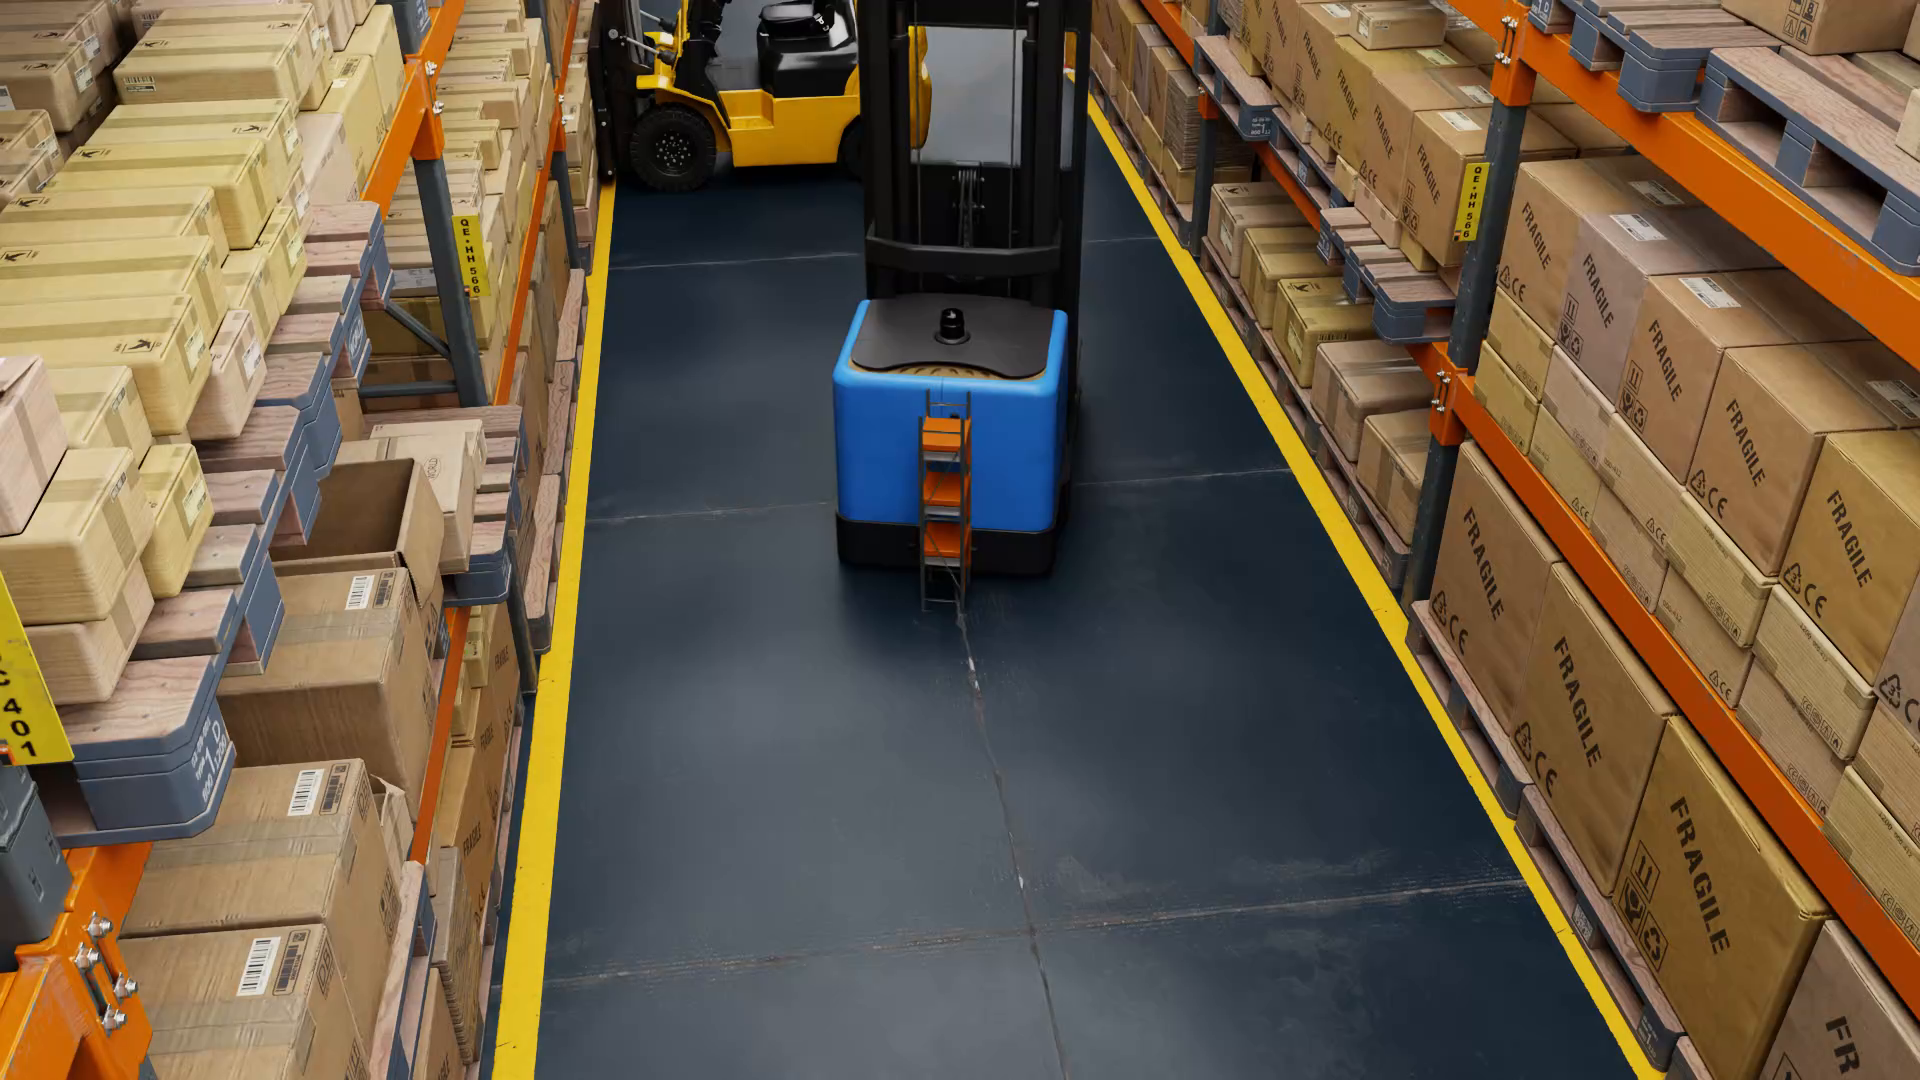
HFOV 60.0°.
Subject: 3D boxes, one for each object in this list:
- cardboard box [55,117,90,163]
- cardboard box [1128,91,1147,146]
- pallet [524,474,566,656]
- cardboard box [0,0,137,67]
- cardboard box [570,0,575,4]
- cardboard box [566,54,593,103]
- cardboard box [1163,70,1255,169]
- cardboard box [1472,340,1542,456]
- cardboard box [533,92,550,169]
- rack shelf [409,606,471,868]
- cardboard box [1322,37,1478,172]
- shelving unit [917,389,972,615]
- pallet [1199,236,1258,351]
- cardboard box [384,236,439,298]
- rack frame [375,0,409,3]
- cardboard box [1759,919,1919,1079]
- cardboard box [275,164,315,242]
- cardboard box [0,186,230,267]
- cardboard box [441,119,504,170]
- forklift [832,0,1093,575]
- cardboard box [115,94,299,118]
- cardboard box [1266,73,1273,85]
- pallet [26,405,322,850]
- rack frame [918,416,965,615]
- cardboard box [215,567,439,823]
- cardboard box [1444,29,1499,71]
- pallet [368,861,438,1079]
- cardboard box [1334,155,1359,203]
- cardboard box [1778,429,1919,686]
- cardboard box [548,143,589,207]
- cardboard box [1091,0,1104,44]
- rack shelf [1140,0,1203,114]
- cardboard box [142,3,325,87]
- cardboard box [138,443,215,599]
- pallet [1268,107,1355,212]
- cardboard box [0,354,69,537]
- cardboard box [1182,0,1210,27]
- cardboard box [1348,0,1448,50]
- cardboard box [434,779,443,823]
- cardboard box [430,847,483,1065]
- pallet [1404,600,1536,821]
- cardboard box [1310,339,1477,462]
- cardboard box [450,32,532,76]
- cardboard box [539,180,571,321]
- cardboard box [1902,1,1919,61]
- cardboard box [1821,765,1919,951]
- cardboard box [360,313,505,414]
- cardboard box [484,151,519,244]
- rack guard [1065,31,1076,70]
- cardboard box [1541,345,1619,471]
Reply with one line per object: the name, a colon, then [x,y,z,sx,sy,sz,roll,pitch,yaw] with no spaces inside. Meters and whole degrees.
cardboard box: [-2.397,-0.968,4.123,0.380,0.149,0.250,-5,35,-7]
cardboard box: [1.537,-3.097,12.200,0.500,0.250,0.500,-4,34,-6]
pallet: [-2.424,0.130,7.872,1.003,0.211,1.213,-4,35,-6]
cardboard box: [-2.453,-1.372,4.450,0.380,0.149,0.250,-3,34,-5]
cardboard box: [-2.893,-3.955,11.301,0.500,0.500,0.500,-4,34,-6]
cardboard box: [-2.781,-3.099,11.315,0.500,0.250,0.500,-3,34,-5]
cardboard box: [1.683,-2.827,11.138,0.500,0.500,0.500,-5,35,-7]
cardboard box: [2.383,-0.584,6.576,0.500,0.250,0.500,-5,35,-7]
cardboard box: [-2.490,-2.189,8.931,0.500,0.250,0.500,-5,35,-7]
rack shelf: [-2.083,0.853,4.973,1.077,0.370,4.000,-4,35,-6]
cardboard box: [2.080,-2.078,7.909,0.500,0.500,0.500,-7,35,-10]
shelving unit: [-0.066,-0.161,7.553,0.215,1.050,0.252,4,34,6]
pallet: [2.134,-1.583,10.386,1.003,0.211,1.213,-4,35,-6]
cardboard box: [-2.103,-1.070,6.491,0.380,0.149,0.250,-3,34,-5]
rack frame: [-2.352,-3.039,4.719,1.000,3.000,0.127,-4,35,-6]
cardboard box: [2.941,1.659,4.666,0.875,0.875,0.875,-3,34,-5]
cardboard box: [-1.692,-0.731,3.757,0.380,0.149,0.250,-4,34,-5]
cardboard box: [-1.671,-0.569,3.255,0.380,0.149,0.250,-4,34,-6]
cardboard box: [-2.287,-1.789,7.547,0.380,0.149,0.250,-4,34,-5]
forklift: [0.095,-1.860,8.377,1.130,2.935,3.031,4,34,6]
cardboard box: [-1.979,-1.150,4.389,0.380,0.149,0.250,-4,34,-6]
cardboard box: [1.928,-2.615,9.274,0.380,0.149,0.250,-2,34,-3]
pallet: [-1.832,0.141,2.883,1.213,0.211,1.003,-4,35,-6]
rack frame: [-0.080,-0.092,7.453,0.200,1.050,0.008,4,34,6]
cardboard box: [-1.833,0.443,4.474,0.700,0.500,0.500,-5,35,-7]
cardboard box: [2.580,-2.131,7.987,0.500,0.500,0.500,-4,34,-6]
pallet: [-1.813,1.297,3.853,1.003,0.211,1.213,-4,35,-6]
cardboard box: [2.026,-1.748,8.001,0.380,0.149,0.250,-4,34,-6]
cardboard box: [2.669,0.037,4.556,0.500,0.500,0.500,-3,34,-5]
cardboard box: [-2.649,-2.329,10.629,0.500,0.250,0.500,-5,35,-7]
cardboard box: [1.328,-4.265,13.248,0.500,0.500,0.500,-5,35,-8]
rack shelf: [1.759,-3.989,12.078,1.077,0.370,4.000,-4,35,-6]
cardboard box: [-1.874,-1.272,4.305,0.380,0.149,0.250,-5,35,-7]
cardboard box: [-1.461,-0.022,2.717,0.380,0.149,0.250,-4,34,-6]
pallet: [2.259,-1.960,8.633,1.003,0.211,1.213,-4,35,-6]
cardboard box: [-1.509,-0.167,2.297,0.396,0.266,0.258,-5,35,-7]
cardboard box: [1.722,-3.564,10.463,0.500,0.500,0.500,-5,35,-8]
cardboard box: [2.066,-2.435,7.858,0.380,0.149,0.250,-6,35,-9]
cardboard box: [-1.951,0.878,5.569,0.380,0.149,0.250,-5,35,-7]
cardboard box: [-1.864,1.379,5.409,0.500,0.500,0.500,-6,35,-8]
pallet: [2.597,0.660,7.094,1.003,0.211,1.213,-4,35,-6]
cardboard box: [2.393,-0.753,8.652,0.950,0.372,0.625,-5,35,-7]
cardboard box: [-2.424,-2.508,8.601,0.380,0.149,0.250,-5,35,-8]
cardboard box: [-2.809,-1.694,9.808,0.875,0.625,0.625,-3,34,-4]
cardboard box: [3.098,-1.553,4.949,0.396,0.266,0.258,-5,35,-8]
cardboard box: [2.726,0.841,4.486,0.500,0.250,0.500,-5,35,-7]
cardboard box: [-2.170,-0.764,6.841,0.500,0.250,0.500,-4,35,-6]
cardboard box: [-2.288,-1.544,7.541,0.500,0.250,0.500,-5,35,-8]
rack guard: [1.500,-4.327,14.155,1.175,0.500,0.348,-4,35,-6]
cardboard box: [2.458,-0.493,5.999,0.500,0.250,0.500,-4,34,-5]
